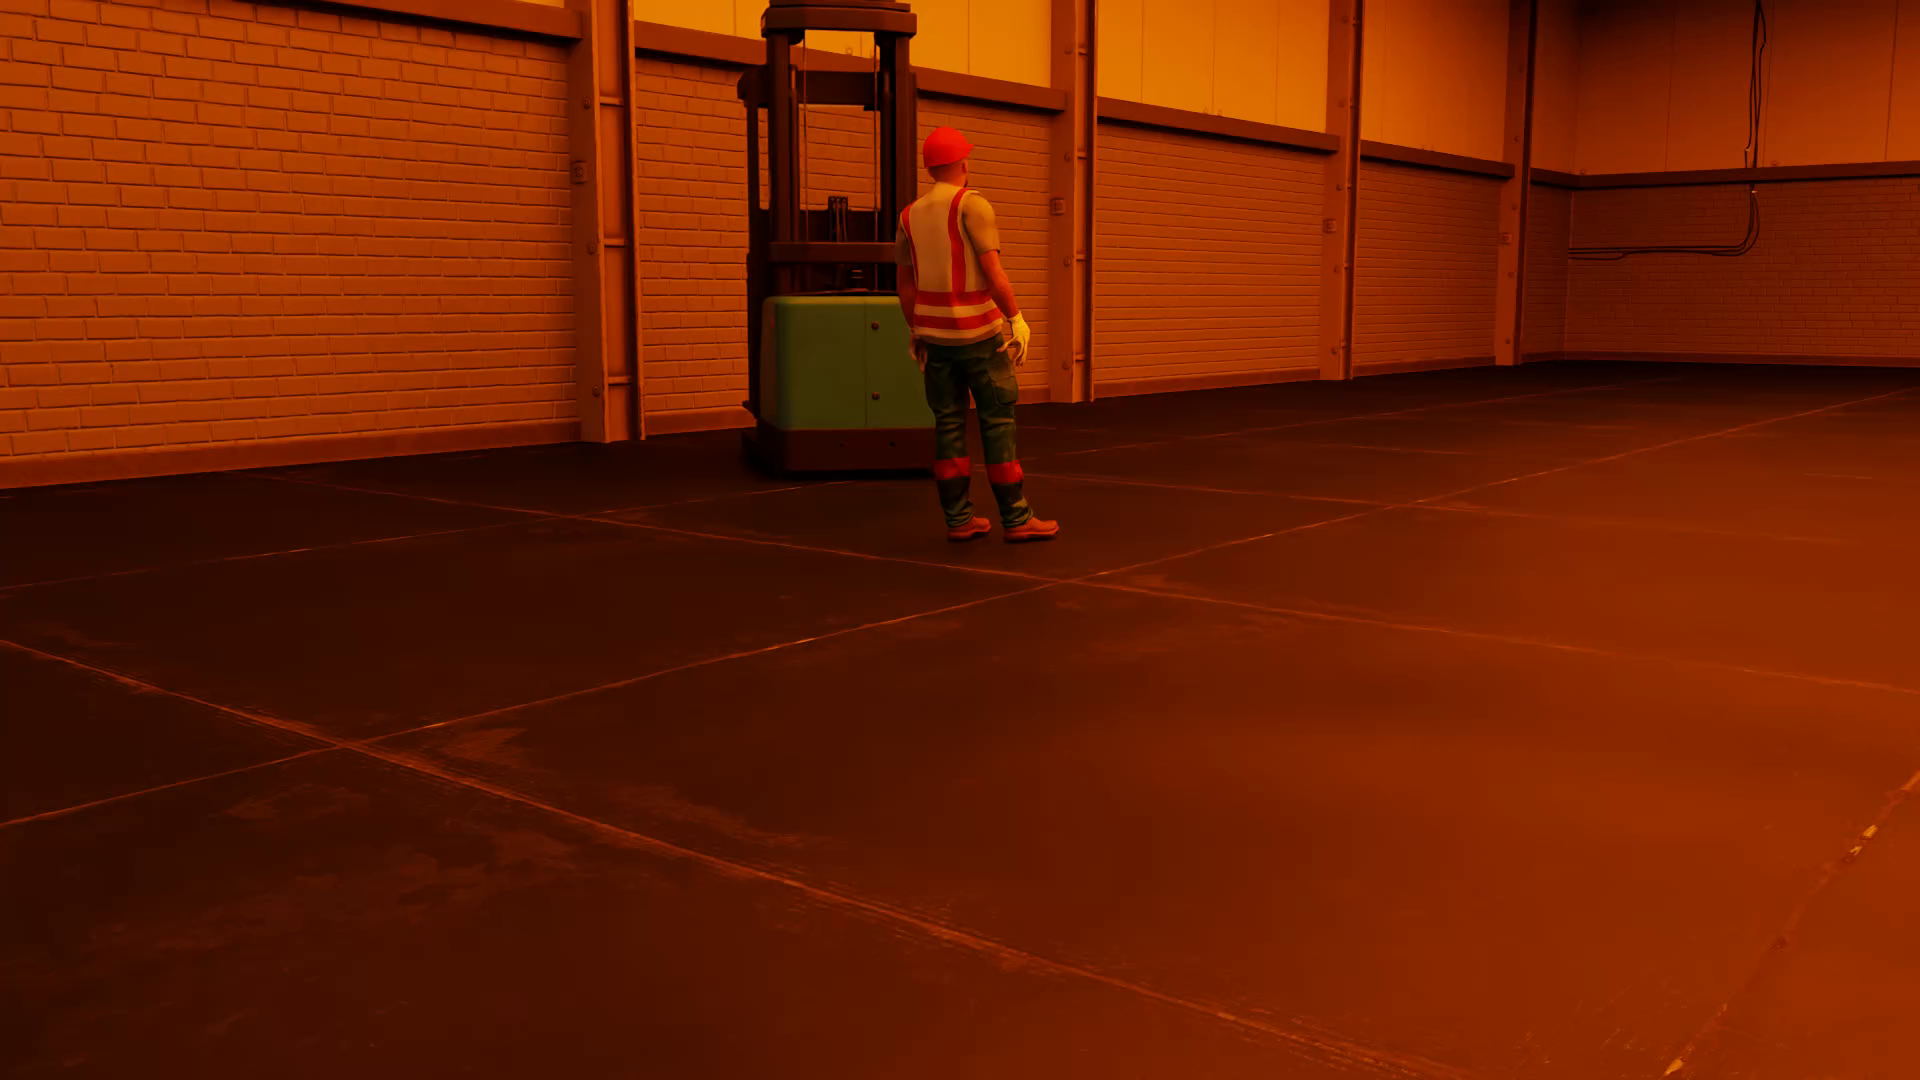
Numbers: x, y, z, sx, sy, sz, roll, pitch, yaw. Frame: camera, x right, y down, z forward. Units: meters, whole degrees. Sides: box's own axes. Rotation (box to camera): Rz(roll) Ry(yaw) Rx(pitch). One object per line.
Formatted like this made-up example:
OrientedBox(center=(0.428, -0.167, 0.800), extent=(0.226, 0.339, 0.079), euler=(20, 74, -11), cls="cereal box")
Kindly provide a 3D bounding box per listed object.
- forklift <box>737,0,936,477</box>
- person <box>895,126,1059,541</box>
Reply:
OrientedBox(center=(-0.872, -2.005, 10.985), extent=(1.130, 2.935, 3.031), euler=(-2, 9, -12), cls="forklift")
OrientedBox(center=(0.060, -0.901, 7.328), extent=(0.638, 1.788, 0.563), euler=(7, 11, 38), cls="person")
